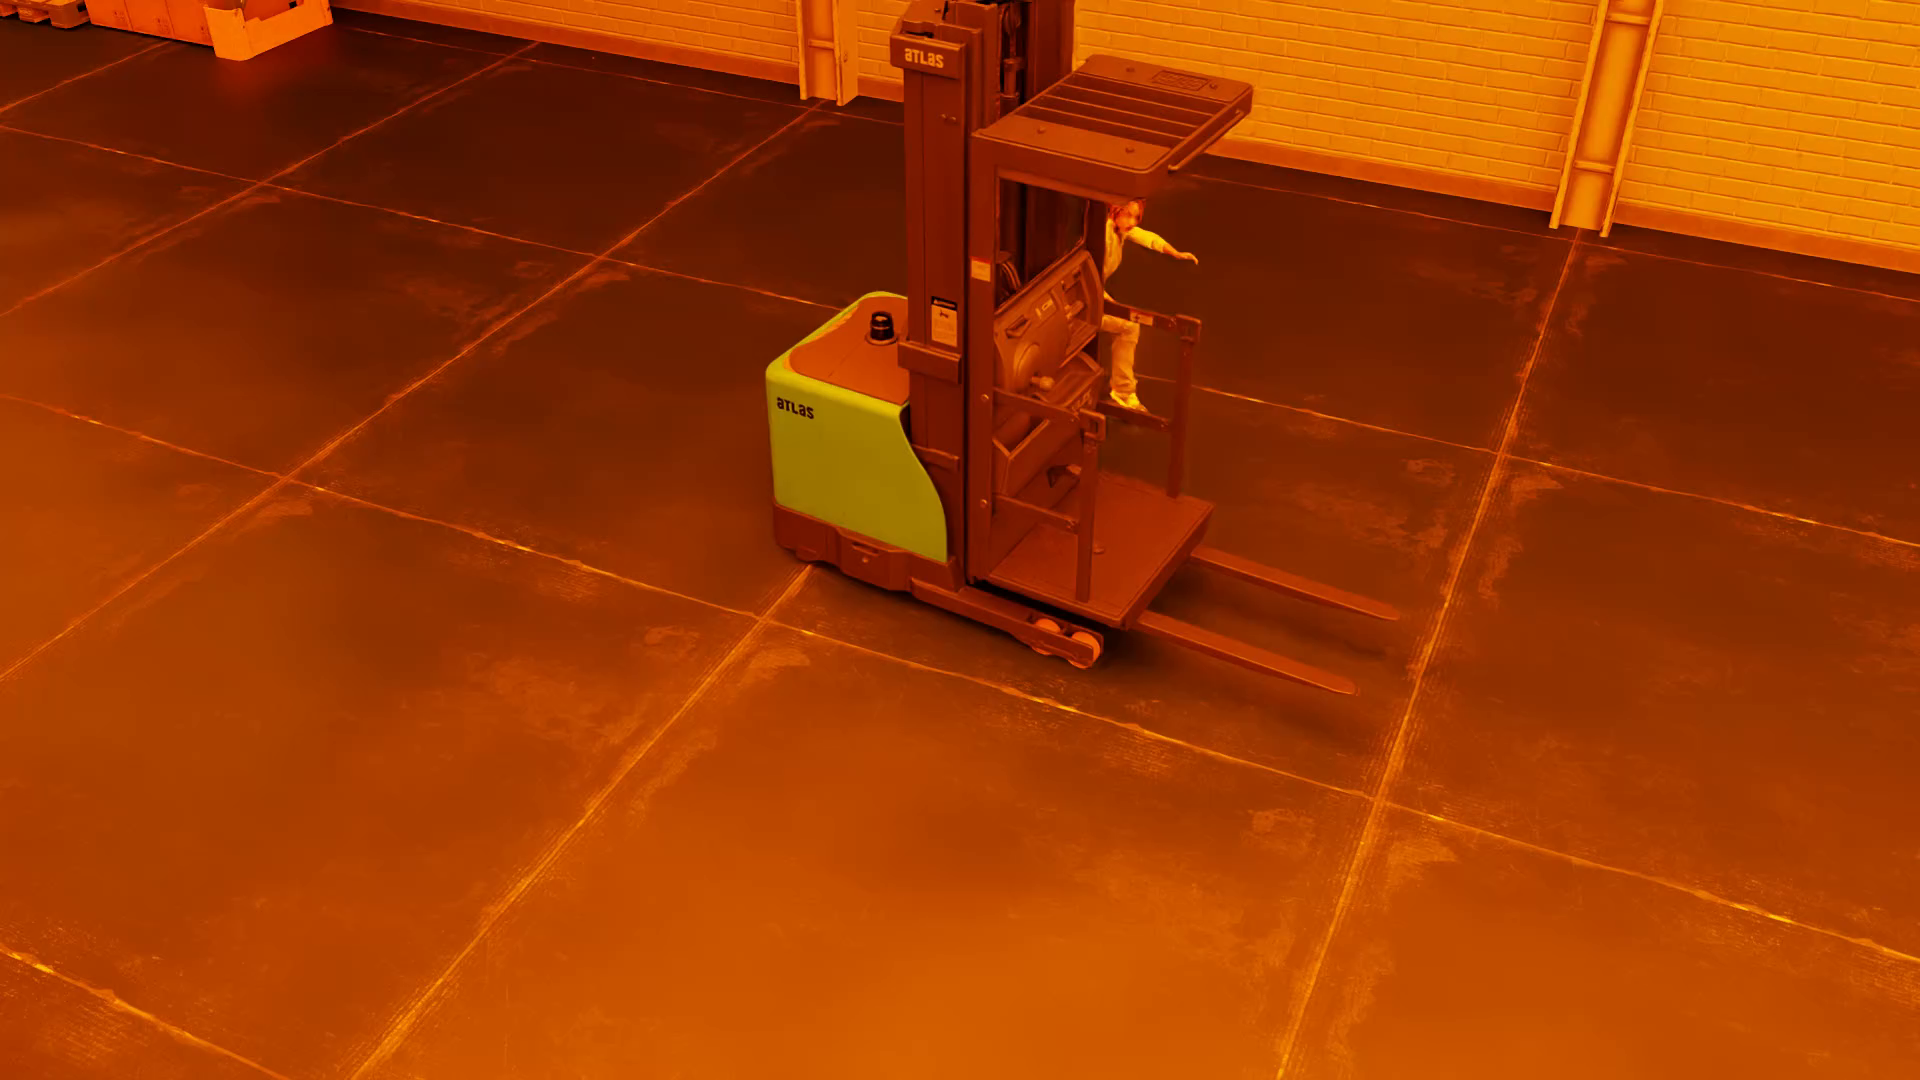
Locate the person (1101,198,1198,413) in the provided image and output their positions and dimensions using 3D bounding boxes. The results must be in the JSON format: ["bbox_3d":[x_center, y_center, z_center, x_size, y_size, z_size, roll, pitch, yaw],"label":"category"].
[{"bbox_3d":[0.880,-1.246,9.158,0.867,1.355,0.846,-2,36,-3],"label":"person"}]

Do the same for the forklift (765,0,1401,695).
[{"bbox_3d":[0.582,-0.949,7.417,3.031,2.935,1.130,19,40,24],"label":"forklift"}]
